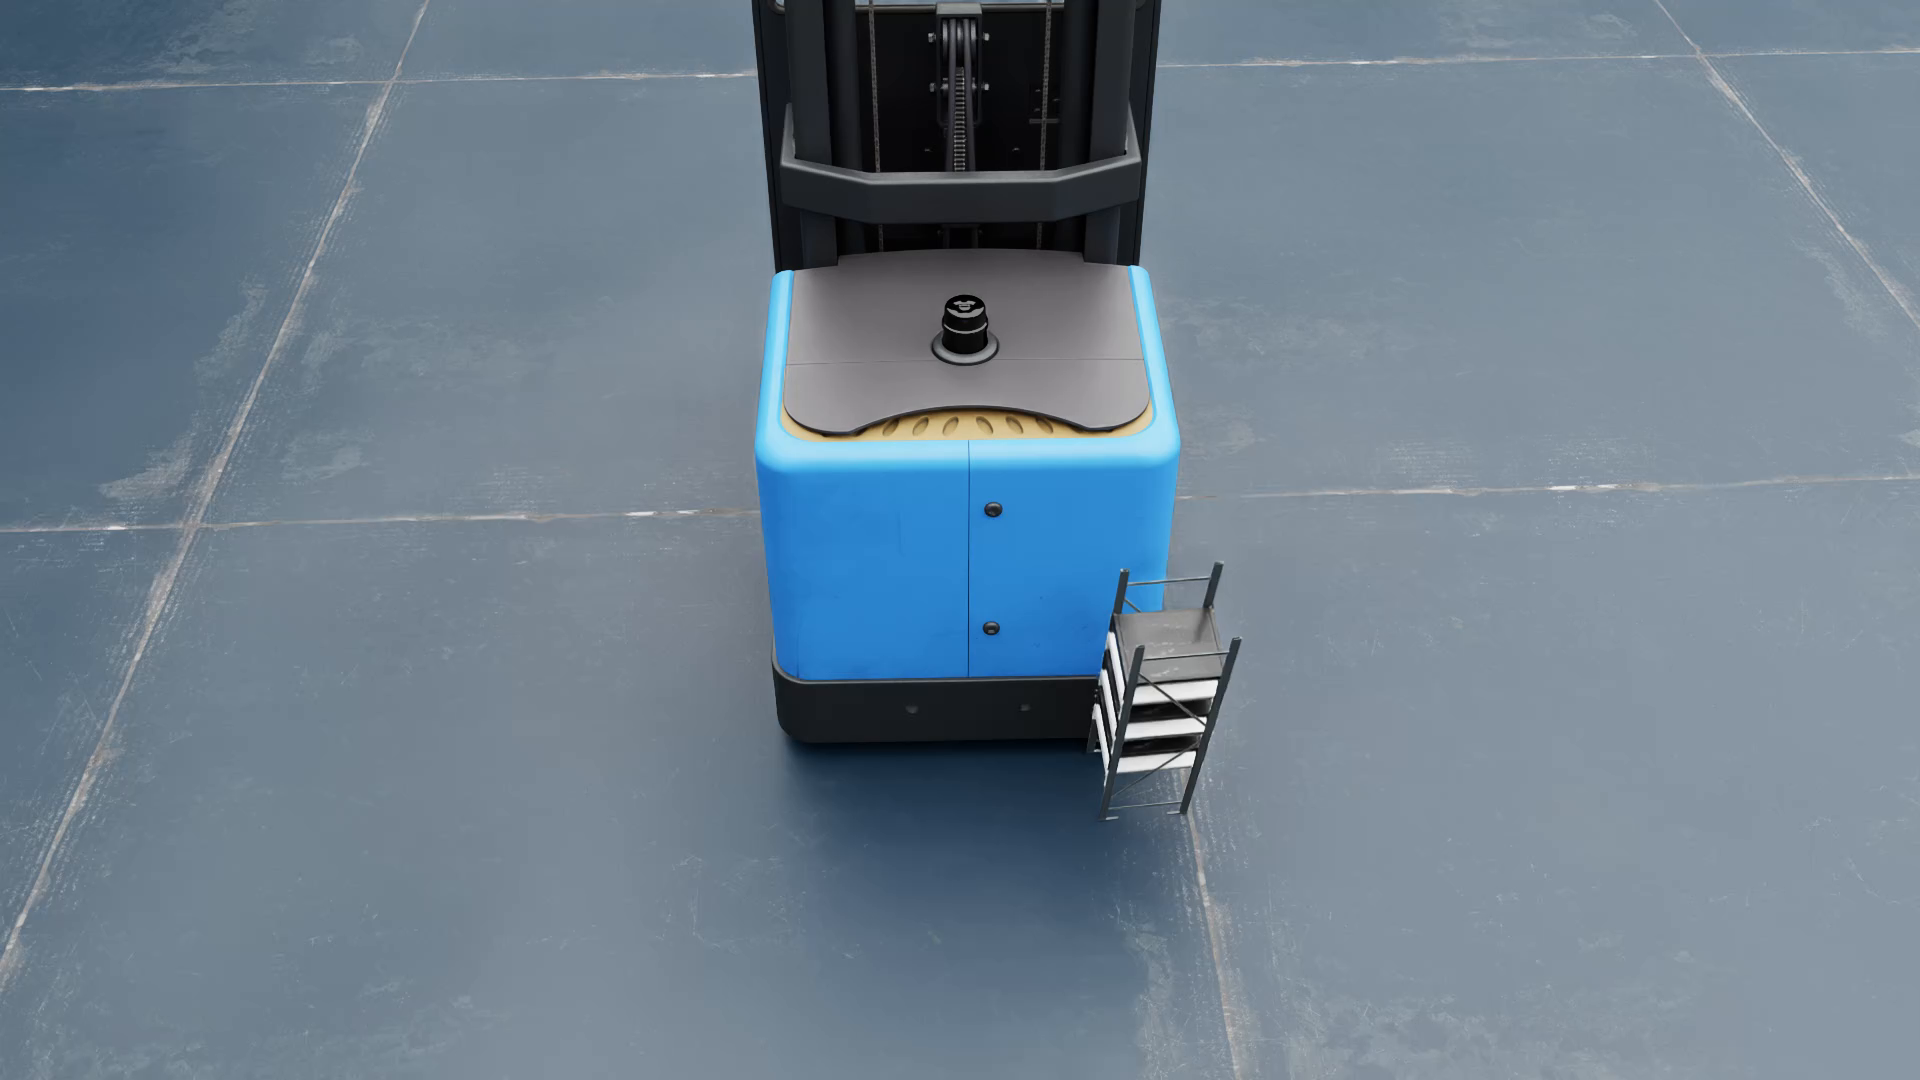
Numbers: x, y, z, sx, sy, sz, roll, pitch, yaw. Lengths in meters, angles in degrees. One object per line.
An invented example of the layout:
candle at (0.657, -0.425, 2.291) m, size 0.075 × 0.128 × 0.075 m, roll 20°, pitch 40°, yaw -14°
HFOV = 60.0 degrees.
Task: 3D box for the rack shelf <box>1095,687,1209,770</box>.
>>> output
rack shelf at (0.485, 0.469, 4.232) m, size 0.258 × 0.077 × 0.200 m, roll -4°, pitch 56°, yaw -5°

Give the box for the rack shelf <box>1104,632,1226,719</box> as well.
rack shelf at (0.491, 0.316, 4.009) m, size 0.258 × 0.077 × 0.200 m, roll -4°, pitch 56°, yaw -5°

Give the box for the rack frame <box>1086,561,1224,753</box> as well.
rack frame at (0.476, 0.316, 4.187) m, size 0.240 × 0.900 × 0.006 m, roll -4°, pitch 56°, yaw -5°

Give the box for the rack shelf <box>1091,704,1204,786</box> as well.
rack shelf at (0.482, 0.520, 4.306) m, size 0.258 × 0.077 × 0.200 m, roll -4°, pitch 56°, yaw -5°

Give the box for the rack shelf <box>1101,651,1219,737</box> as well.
rack shelf at (0.489, 0.367, 4.083) m, size 0.258 × 0.077 × 0.200 m, roll -4°, pitch 56°, yaw -5°

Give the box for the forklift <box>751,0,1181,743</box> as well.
forklift at (-0.015, -1.502, 4.720) m, size 1.130 × 2.935 × 3.031 m, roll -1°, pitch 43°, yaw -1°

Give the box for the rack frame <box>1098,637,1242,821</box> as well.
rack frame at (0.499, 0.482, 4.073) m, size 0.240 × 0.900 × 0.006 m, roll -4°, pitch 56°, yaw -5°

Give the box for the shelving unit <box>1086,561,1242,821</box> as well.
shelving unit at (0.488, 0.399, 4.130) m, size 0.258 × 0.900 × 0.210 m, roll -4°, pitch 56°, yaw -5°

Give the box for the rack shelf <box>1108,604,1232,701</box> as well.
rack shelf at (0.494, 0.265, 3.935) m, size 0.258 × 0.077 × 0.200 m, roll -4°, pitch 56°, yaw -5°

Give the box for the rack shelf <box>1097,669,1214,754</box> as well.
rack shelf at (0.487, 0.418, 4.157) m, size 0.258 × 0.077 × 0.200 m, roll -4°, pitch 56°, yaw -5°
